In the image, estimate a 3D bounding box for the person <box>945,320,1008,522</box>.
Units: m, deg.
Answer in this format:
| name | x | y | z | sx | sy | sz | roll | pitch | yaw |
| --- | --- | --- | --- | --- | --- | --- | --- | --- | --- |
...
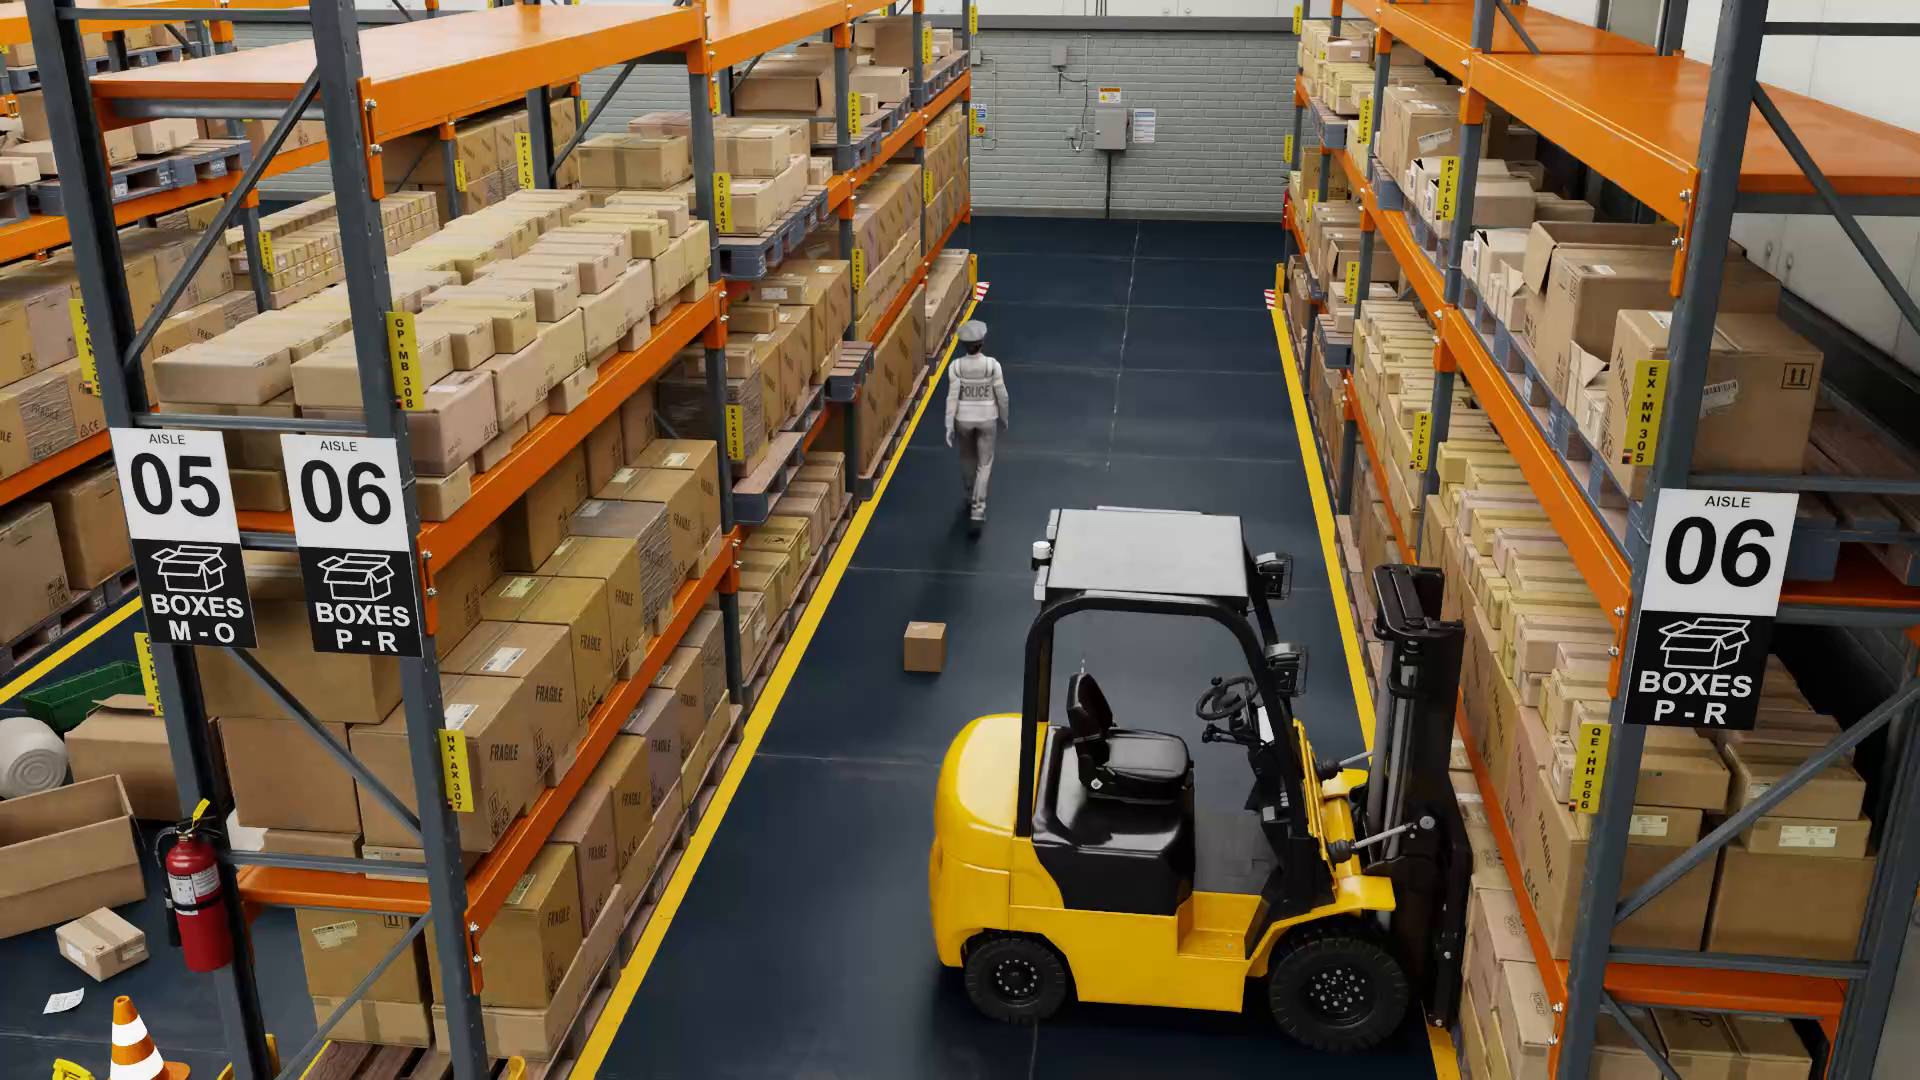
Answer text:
| name | x | y | z | sx | sy | sz | roll | pitch | yaw |
| --- | --- | --- | --- | --- | --- | --- | --- | --- | --- |
| person | 0.141 | -0.986 | 13.555 | 0.505 | 1.641 | 0.971 | 3 | 21 | 6 |
